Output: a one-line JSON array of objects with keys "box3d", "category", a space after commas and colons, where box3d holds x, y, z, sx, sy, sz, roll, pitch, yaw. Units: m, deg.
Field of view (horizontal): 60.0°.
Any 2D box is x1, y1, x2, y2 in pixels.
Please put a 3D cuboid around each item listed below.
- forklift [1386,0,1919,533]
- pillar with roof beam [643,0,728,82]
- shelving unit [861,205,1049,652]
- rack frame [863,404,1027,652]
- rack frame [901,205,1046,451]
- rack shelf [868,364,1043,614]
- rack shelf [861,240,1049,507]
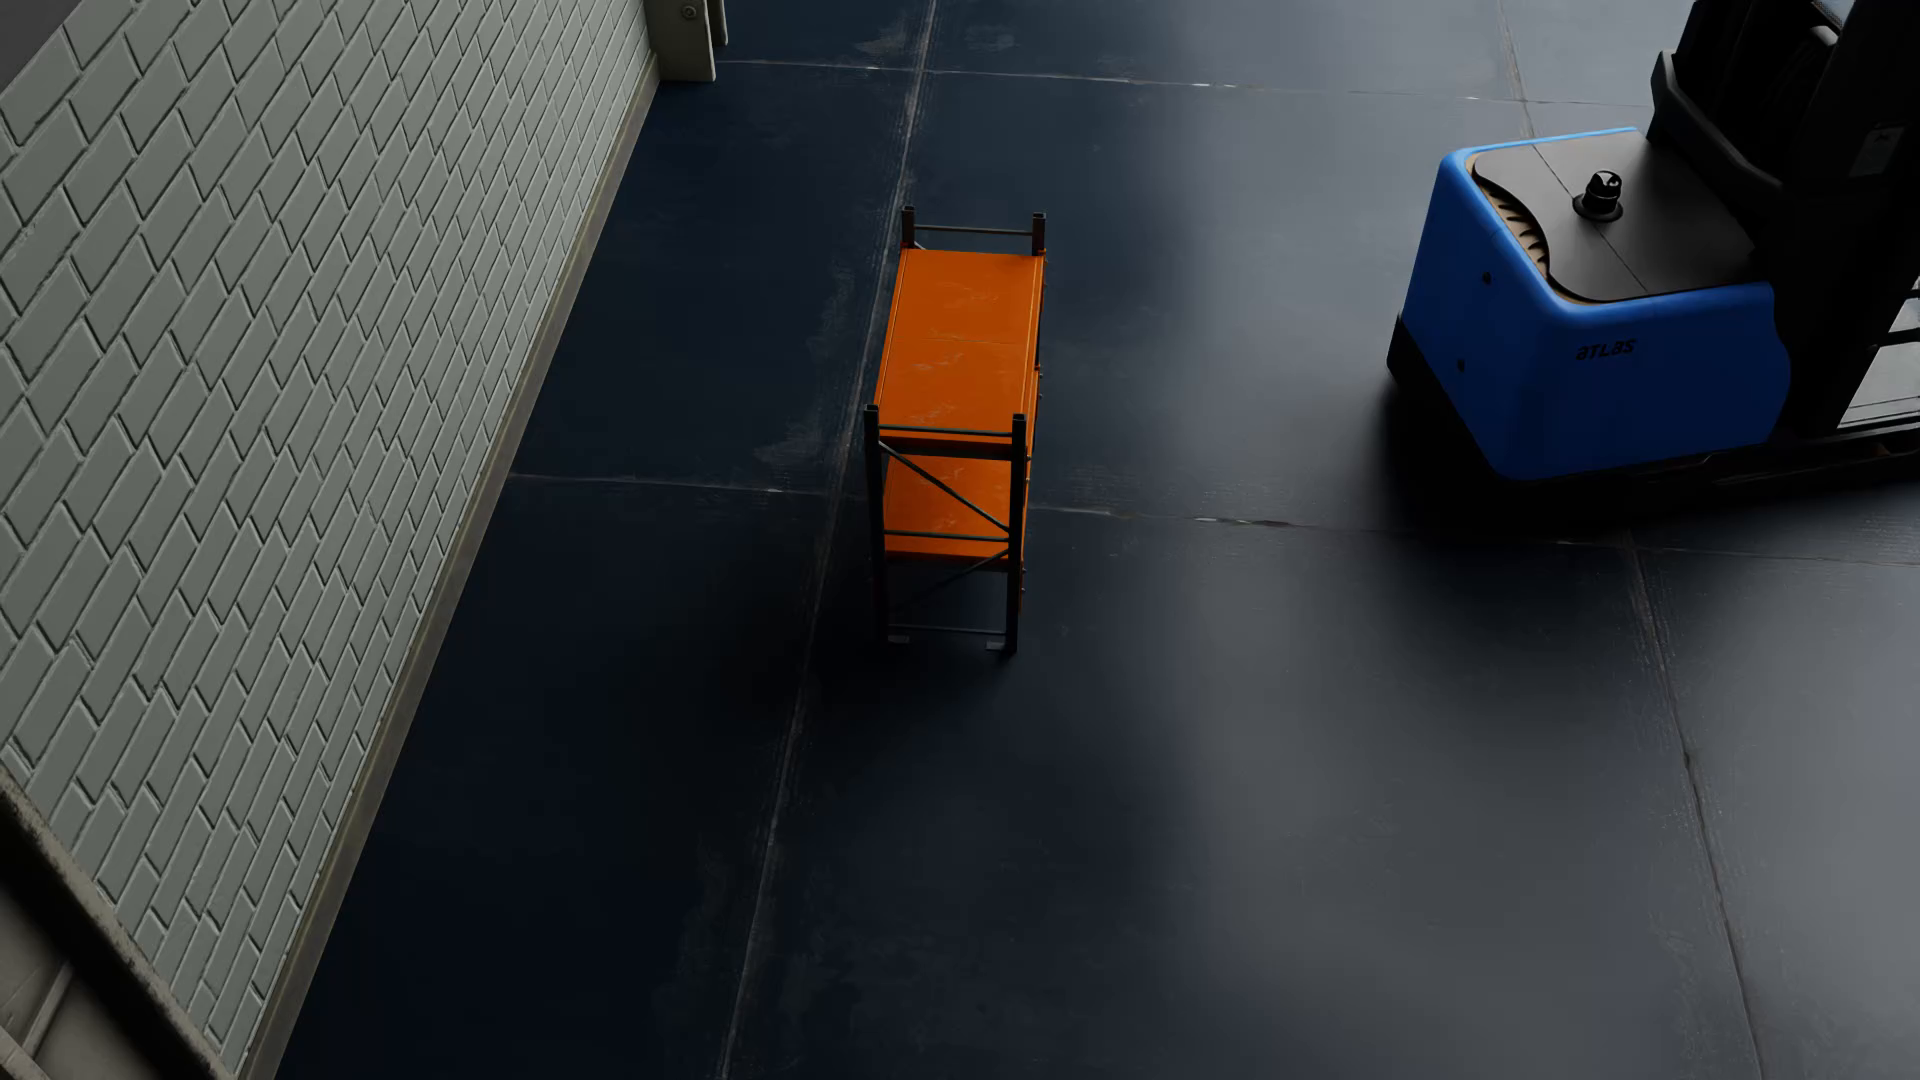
[{"box3d": [3.319, -1.579, 5.708, 3.031, 2.935, 1.130, -9, 48, -8], "category": "forklift"}, {"box3d": [2.914, -5.207, 4.914, 9.100, 9.000, 0.400, 4, 48, 4], "category": "pillar with roof beam"}, {"box3d": [0.001, -0.385, 5.839, 0.538, 1.125, 1.048, 4, 48, 4], "category": "shelving unit"}, {"box3d": [-0.046, -0.011, 5.498, 0.500, 1.125, 0.032, 4, 48, 4], "category": "rack frame"}, {"box3d": [0.047, -0.758, 6.181, 0.500, 1.125, 0.032, 4, 48, 4], "category": "rack frame"}, {"box3d": [0.001, -0.220, 6.020, 0.538, 0.278, 1.000, 4, 48, 4], "category": "rack shelf"}, {"box3d": [0.001, -0.582, 5.623, 0.538, 0.278, 1.000, 4, 48, 4], "category": "rack shelf"}]
